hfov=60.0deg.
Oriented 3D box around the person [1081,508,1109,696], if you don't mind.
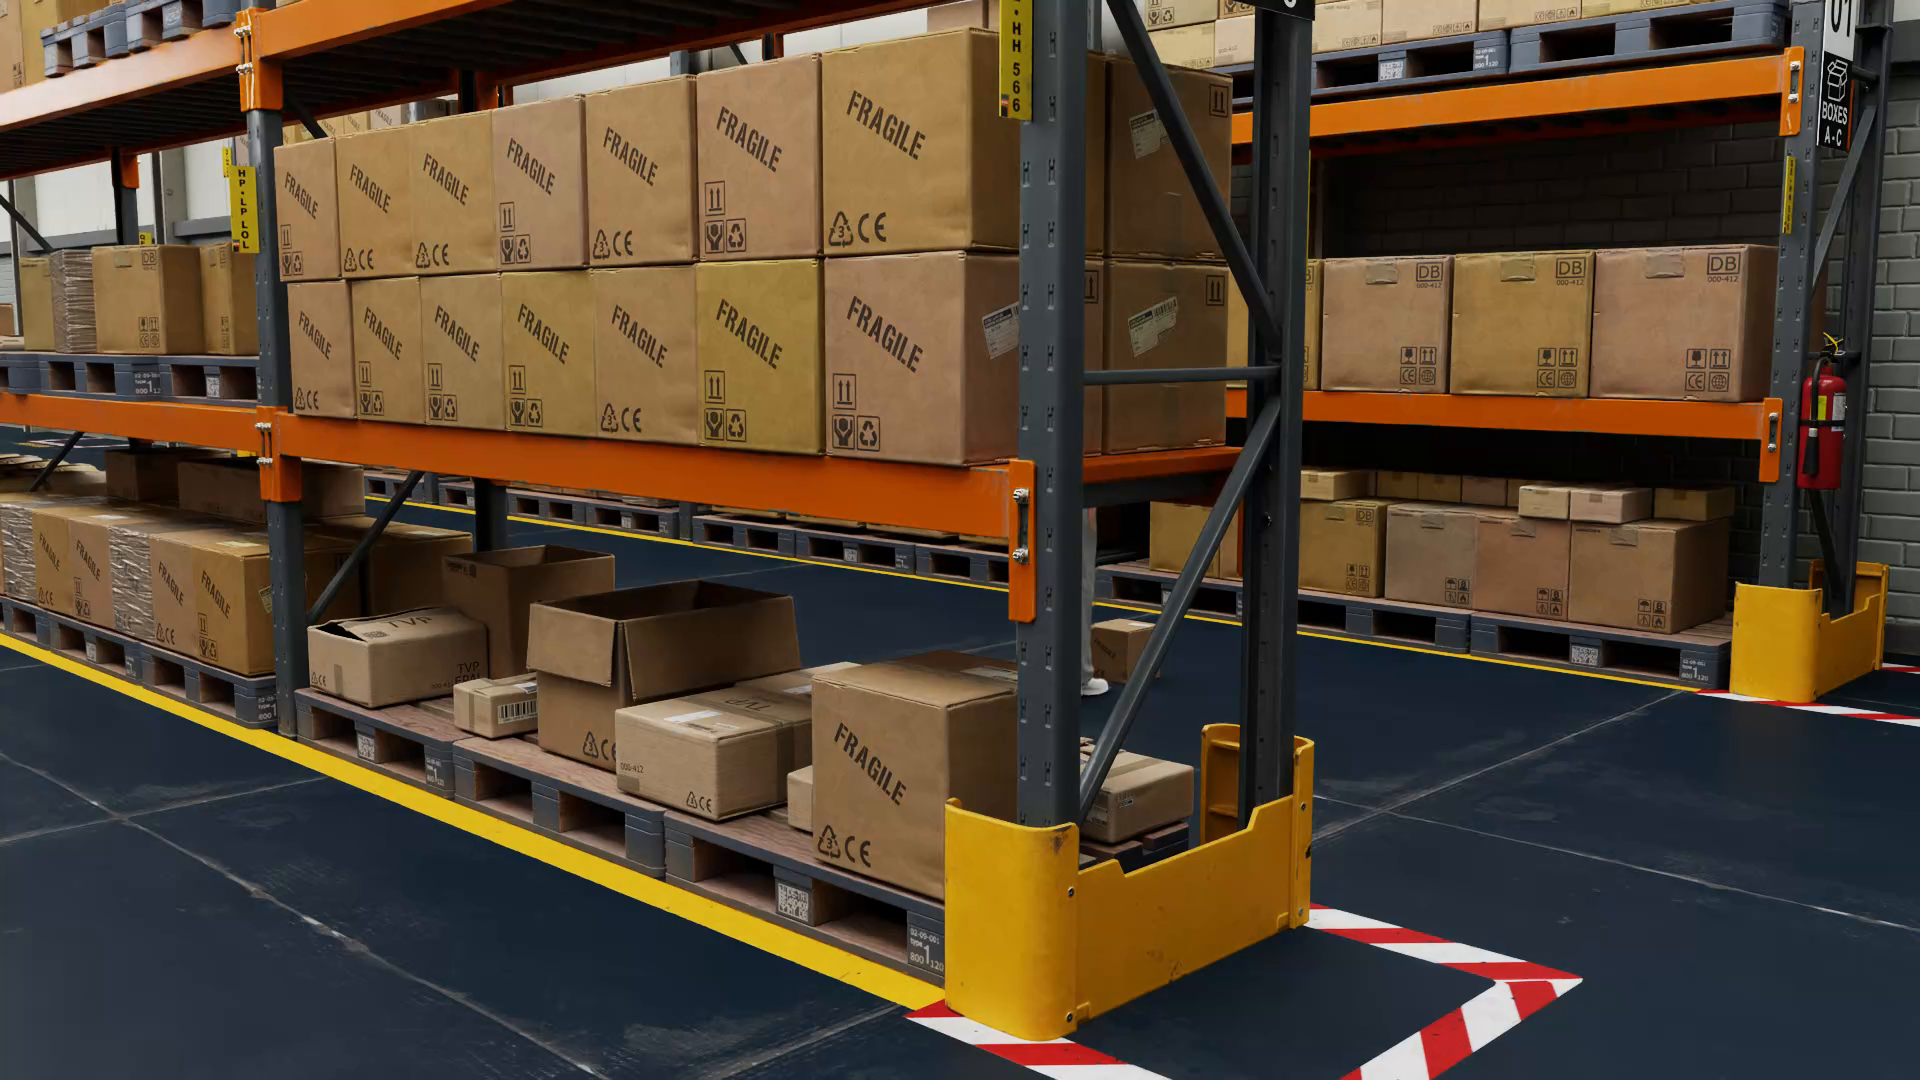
[{"bbox_3d":[0.433,-0.141,7.398,0.440,1.676,0.384,7,10,44],"label":"person"}]
